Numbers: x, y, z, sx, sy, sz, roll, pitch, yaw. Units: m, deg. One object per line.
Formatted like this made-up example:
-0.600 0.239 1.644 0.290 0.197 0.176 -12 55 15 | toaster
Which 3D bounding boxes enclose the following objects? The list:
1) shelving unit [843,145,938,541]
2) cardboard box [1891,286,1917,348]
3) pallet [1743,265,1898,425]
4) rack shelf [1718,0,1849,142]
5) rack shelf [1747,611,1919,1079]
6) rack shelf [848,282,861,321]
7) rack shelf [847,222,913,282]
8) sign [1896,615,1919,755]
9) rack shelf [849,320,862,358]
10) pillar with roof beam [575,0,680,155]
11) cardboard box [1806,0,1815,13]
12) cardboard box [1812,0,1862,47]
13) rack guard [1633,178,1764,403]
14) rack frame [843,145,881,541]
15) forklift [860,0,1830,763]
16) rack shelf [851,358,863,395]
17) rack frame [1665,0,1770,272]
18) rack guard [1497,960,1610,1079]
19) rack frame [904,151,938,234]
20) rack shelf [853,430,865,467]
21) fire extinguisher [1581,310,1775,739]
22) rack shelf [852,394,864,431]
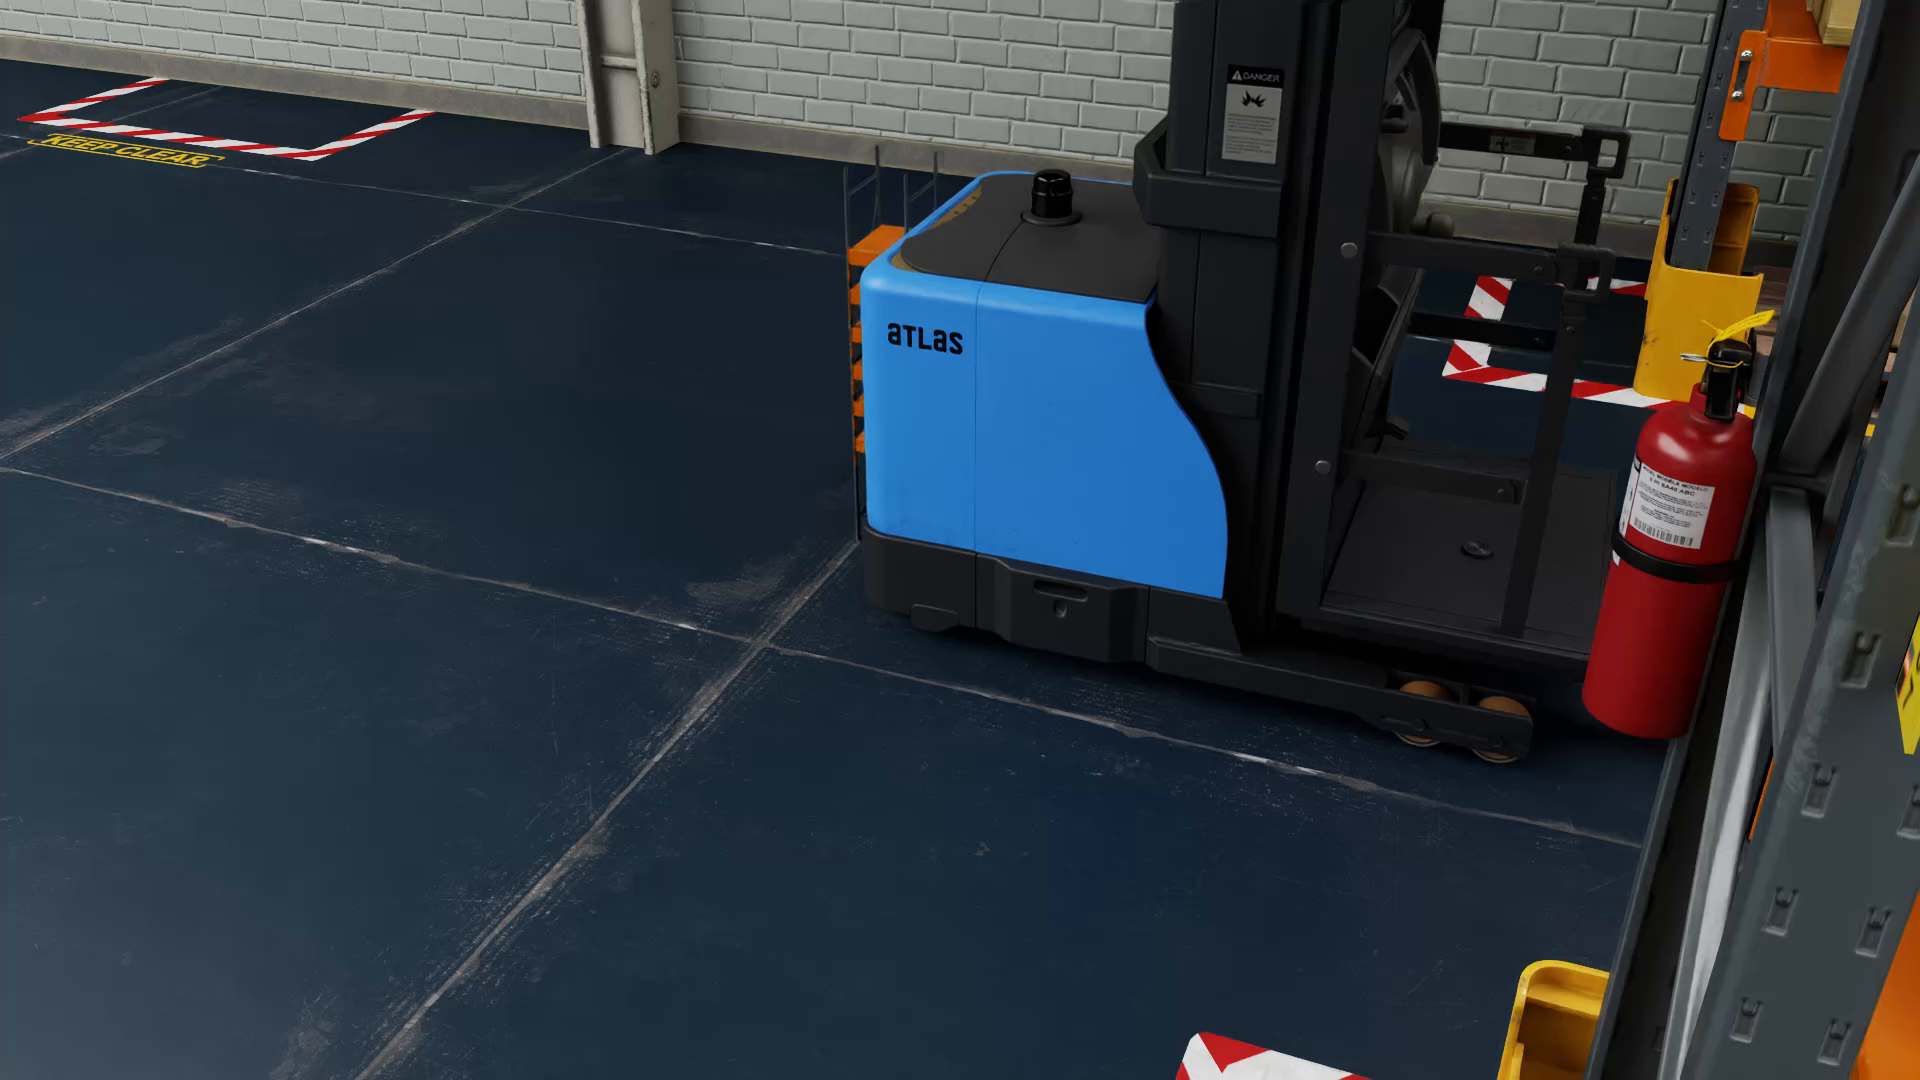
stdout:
-0.196 -0.559 5.020 0.189 1.200 0.258 11 31 18 | shelving unit
3.428 -0.950 6.167 0.500 0.311 0.500 8 30 13 | cardboard box
3.631 -0.703 6.280 1.213 0.211 1.003 11 31 19 | pallet
4.674 -1.415 5.435 4.000 0.370 1.077 11 31 19 | rack shelf
2.815 0.845 1.438 4.000 0.370 1.077 11 31 19 | rack shelf
-0.196 -0.730 4.924 0.180 0.103 0.258 11 31 18 | rack shelf
-0.196 -0.834 4.865 0.180 0.103 0.258 11 31 18 | rack shelf
0.747 0.002 1.237 0.005 0.325 0.100 11 31 19 | sign
-0.196 -0.625 4.983 0.180 0.103 0.258 11 31 18 | rack shelf
-3.384 -4.121 3.397 0.400 9.000 9.100 11 31 19 | pillar with roof beam
3.327 -2.043 5.948 0.500 0.250 0.500 12 32 20 | cardboard box
3.154 -1.806 5.529 0.500 0.250 0.500 10 31 18 | cardboard box
2.891 -0.996 6.503 0.348 0.500 1.175 11 31 19 | rack guard
-0.281 -0.576 5.049 0.006 1.200 0.240 11 31 18 | rack frame
1.293 -1.004 4.047 3.031 2.935 1.130 11 31 18 | forklift
-0.196 -0.521 5.042 0.180 0.103 0.258 11 31 18 | rack shelf
2.821 -2.098 5.913 0.127 3.000 1.000 11 31 19 | rack frame
0.939 1.245 2.539 0.348 0.500 1.175 11 31 19 | rack guard
-0.110 -0.543 4.992 0.006 1.200 0.240 11 31 18 | rack frame
-0.196 -0.312 5.160 0.180 0.103 0.258 11 31 18 | rack shelf
1.027 -0.038 2.348 0.183 0.674 0.296 11 31 19 | fire extinguisher
-0.196 -0.416 5.101 0.180 0.103 0.258 11 31 18 | rack shelf
